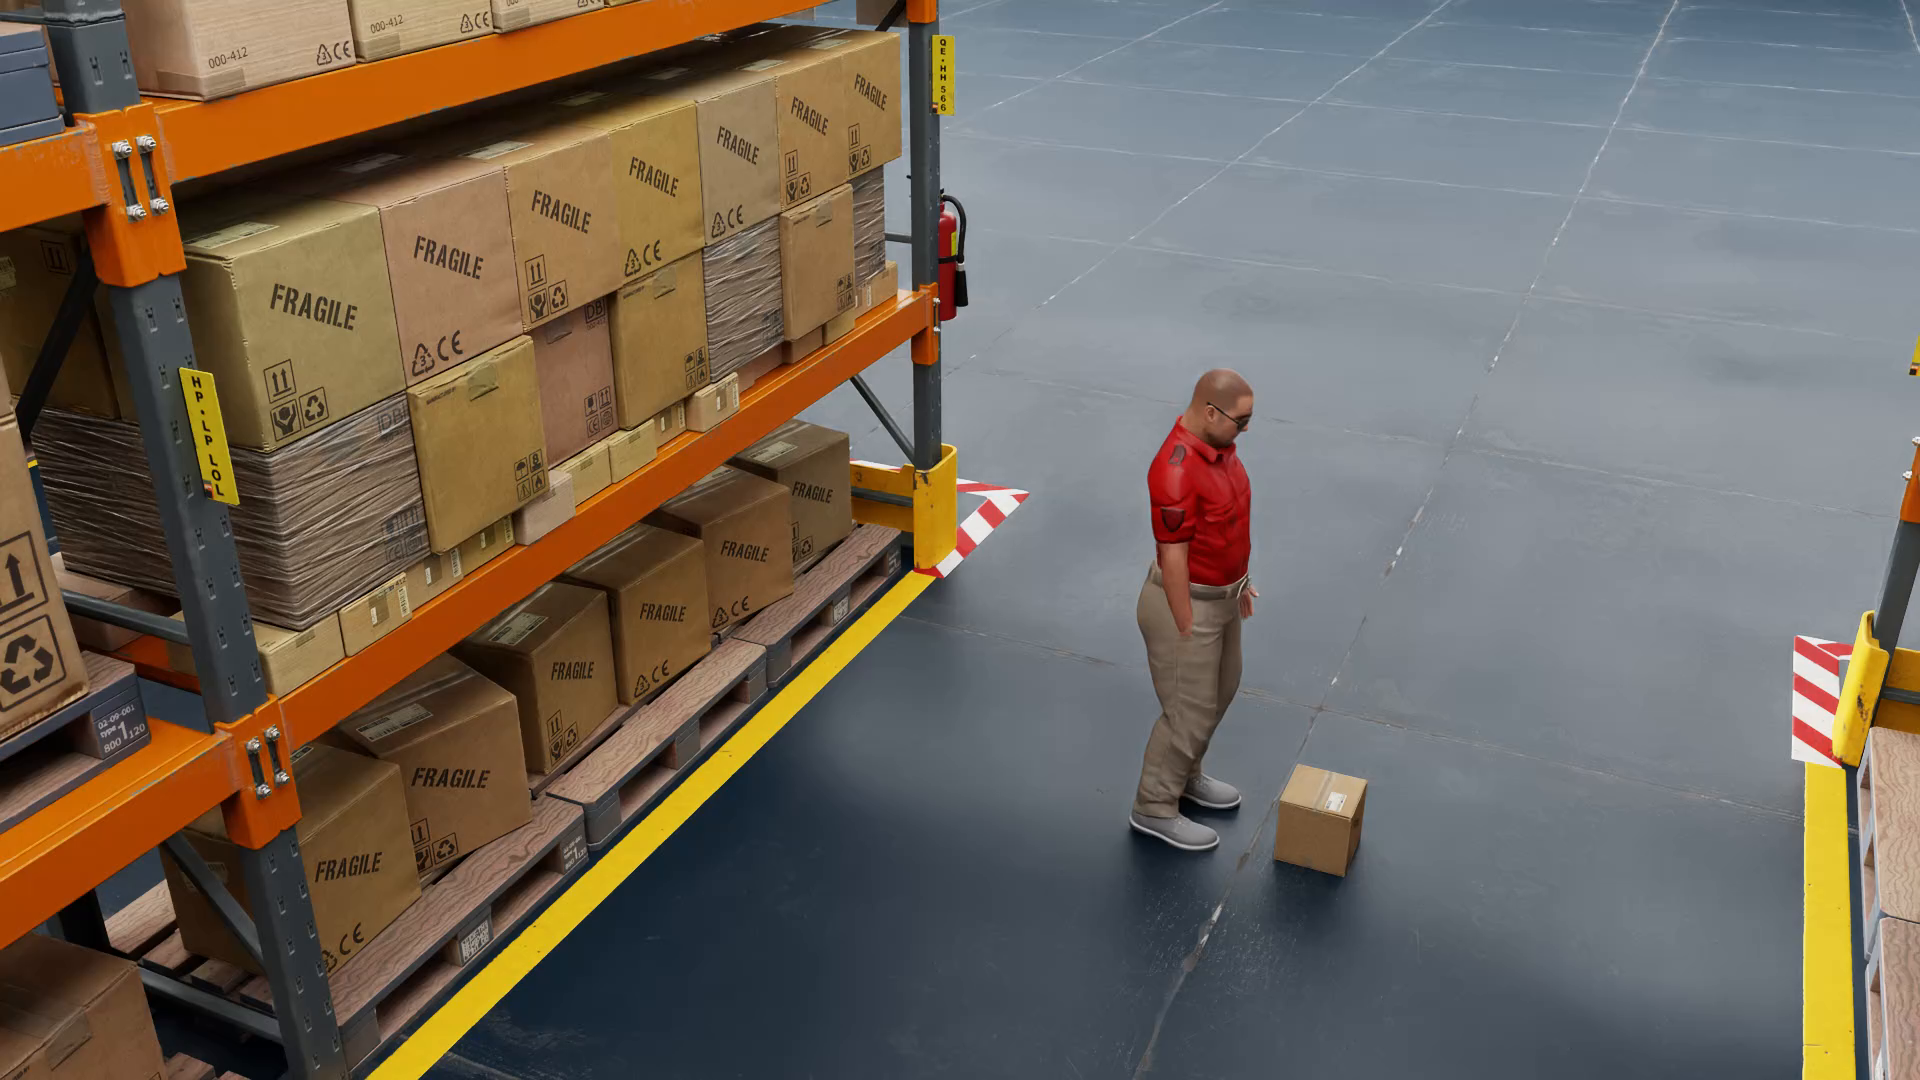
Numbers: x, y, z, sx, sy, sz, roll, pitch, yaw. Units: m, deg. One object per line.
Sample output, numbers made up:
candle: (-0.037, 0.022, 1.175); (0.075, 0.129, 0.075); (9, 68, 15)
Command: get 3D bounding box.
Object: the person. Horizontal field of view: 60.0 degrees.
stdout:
person: (0.820, 0.221, 5.706); (0.362, 1.718, 0.535); (12, 28, 23)
